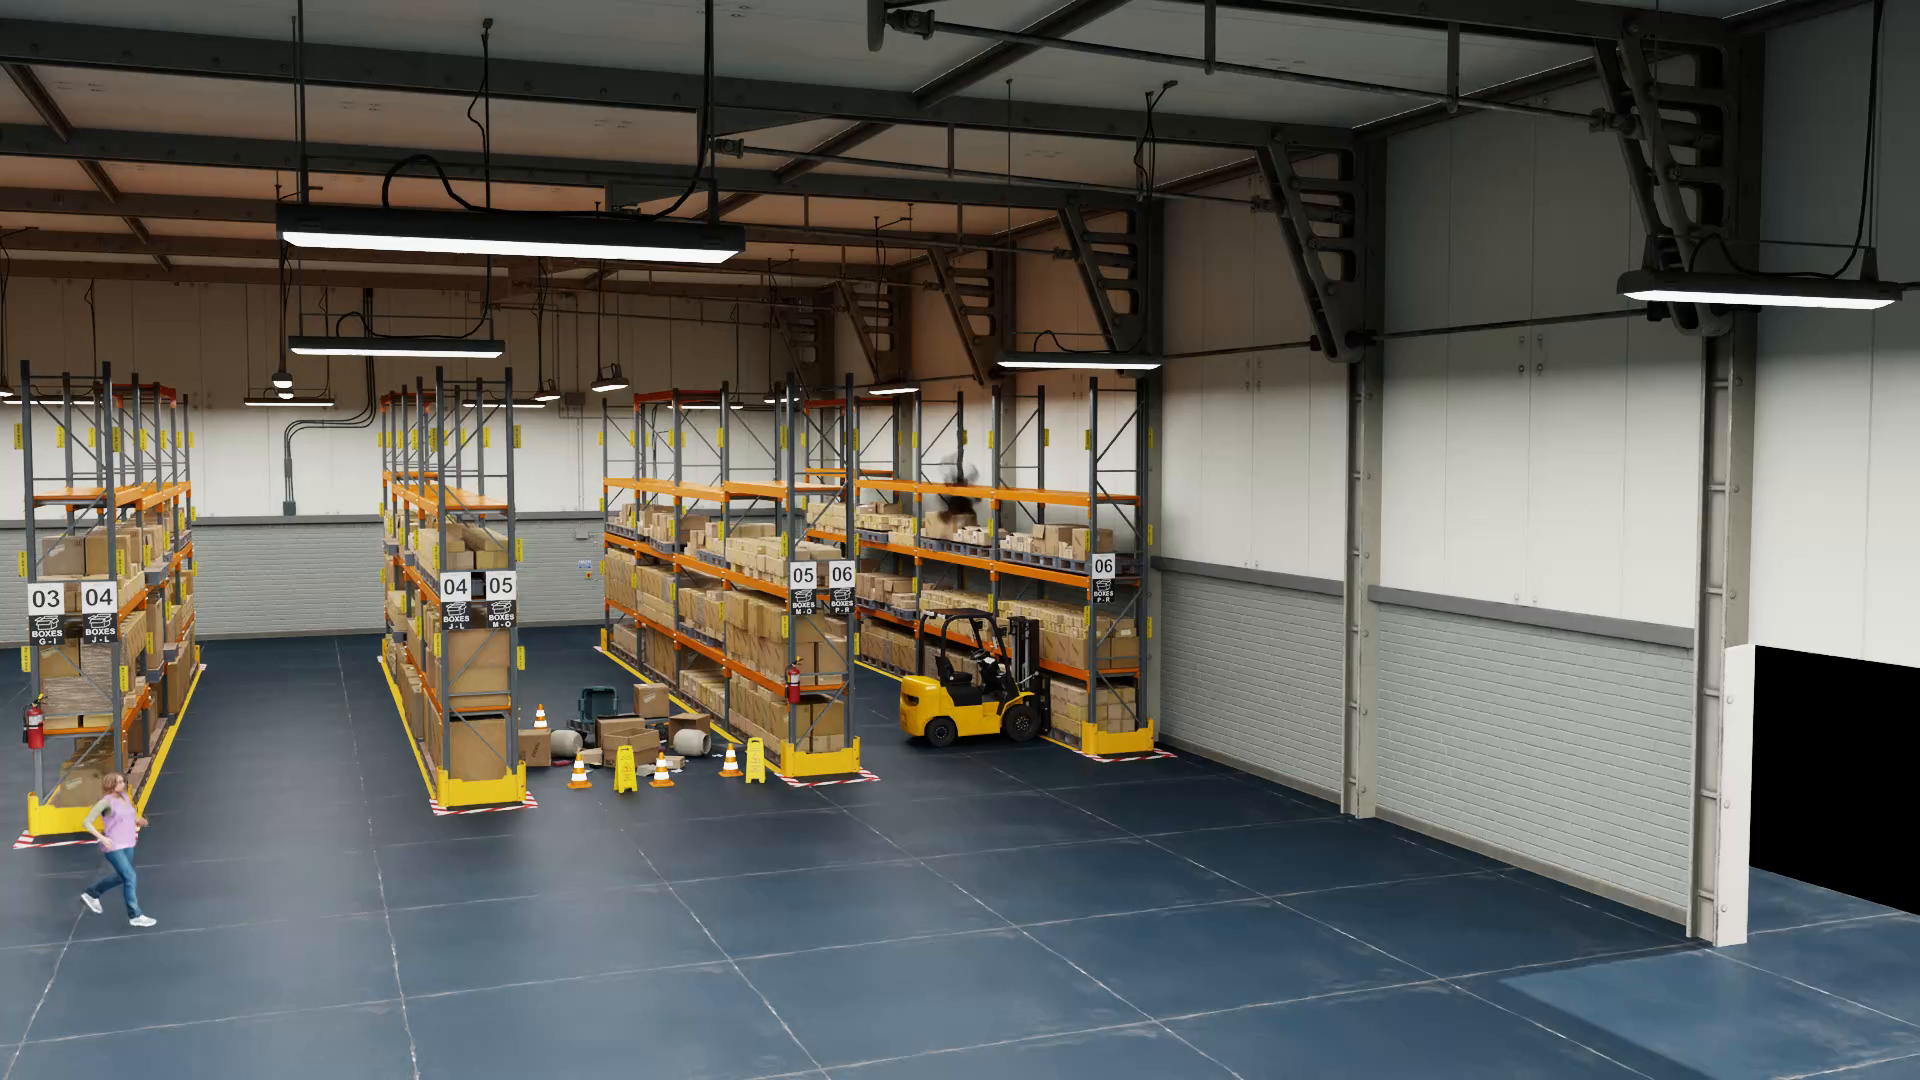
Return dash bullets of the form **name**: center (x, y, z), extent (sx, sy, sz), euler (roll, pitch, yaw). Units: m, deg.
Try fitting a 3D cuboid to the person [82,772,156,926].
- **person**: center (-8.688, 3.169, 17.106), extent (0.864, 1.575, 0.544), euler (0, 3, 7)
